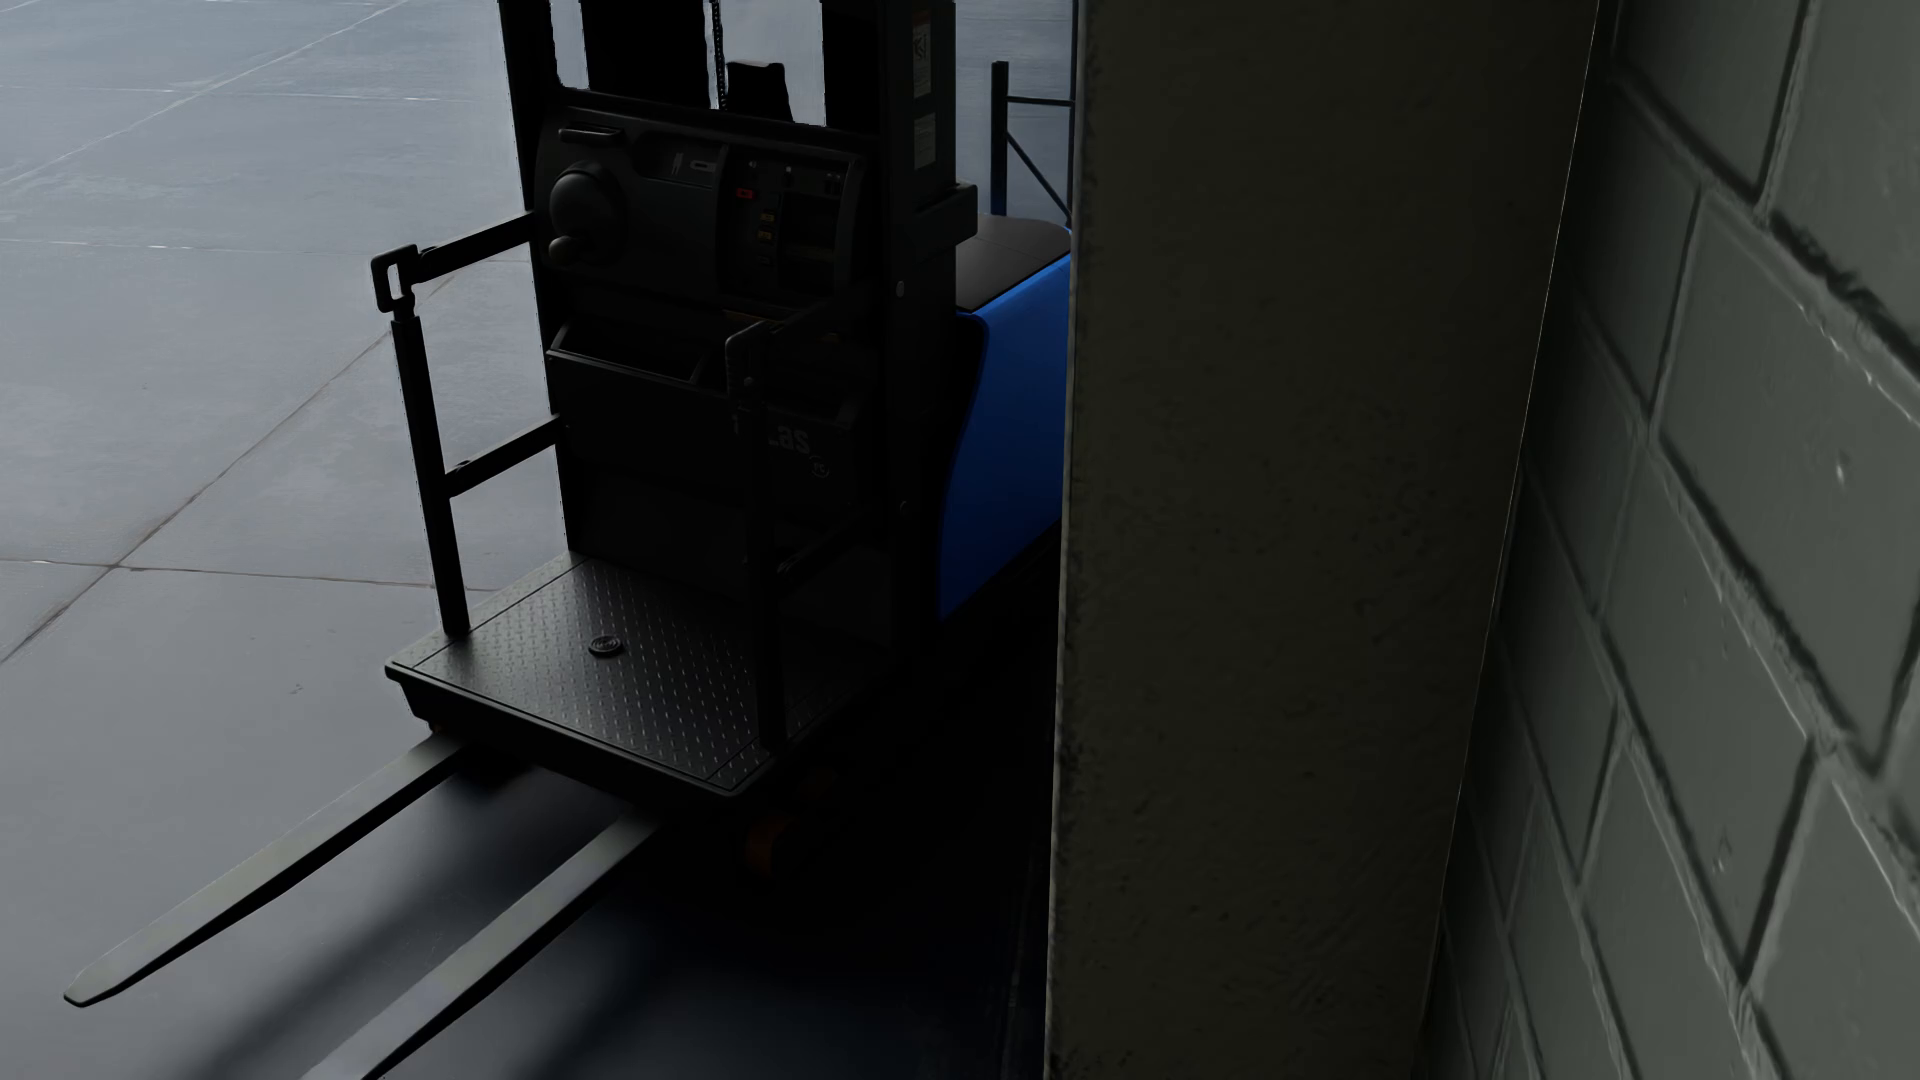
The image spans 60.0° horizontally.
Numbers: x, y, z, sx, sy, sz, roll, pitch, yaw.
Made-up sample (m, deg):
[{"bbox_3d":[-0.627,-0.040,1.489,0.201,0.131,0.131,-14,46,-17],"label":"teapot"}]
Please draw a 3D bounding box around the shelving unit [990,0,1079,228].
[{"bbox_3d":[0.484,-0.931,5.561,0.587,1.500,1.083,8,29,15],"label":"shelving unit"}]

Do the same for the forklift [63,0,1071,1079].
[{"bbox_3d":[-0.721,-0.737,3.691,1.130,2.935,3.031,15,32,26],"label":"forklift"}]

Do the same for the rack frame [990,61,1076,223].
[{"bbox_3d":[0.335,-0.696,5.125,0.500,1.500,0.032,8,29,15],"label":"rack frame"}]

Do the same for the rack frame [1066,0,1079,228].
[{"bbox_3d":[0.629,-1.158,5.982,0.500,1.500,0.032,8,29,15],"label":"rack frame"}]
